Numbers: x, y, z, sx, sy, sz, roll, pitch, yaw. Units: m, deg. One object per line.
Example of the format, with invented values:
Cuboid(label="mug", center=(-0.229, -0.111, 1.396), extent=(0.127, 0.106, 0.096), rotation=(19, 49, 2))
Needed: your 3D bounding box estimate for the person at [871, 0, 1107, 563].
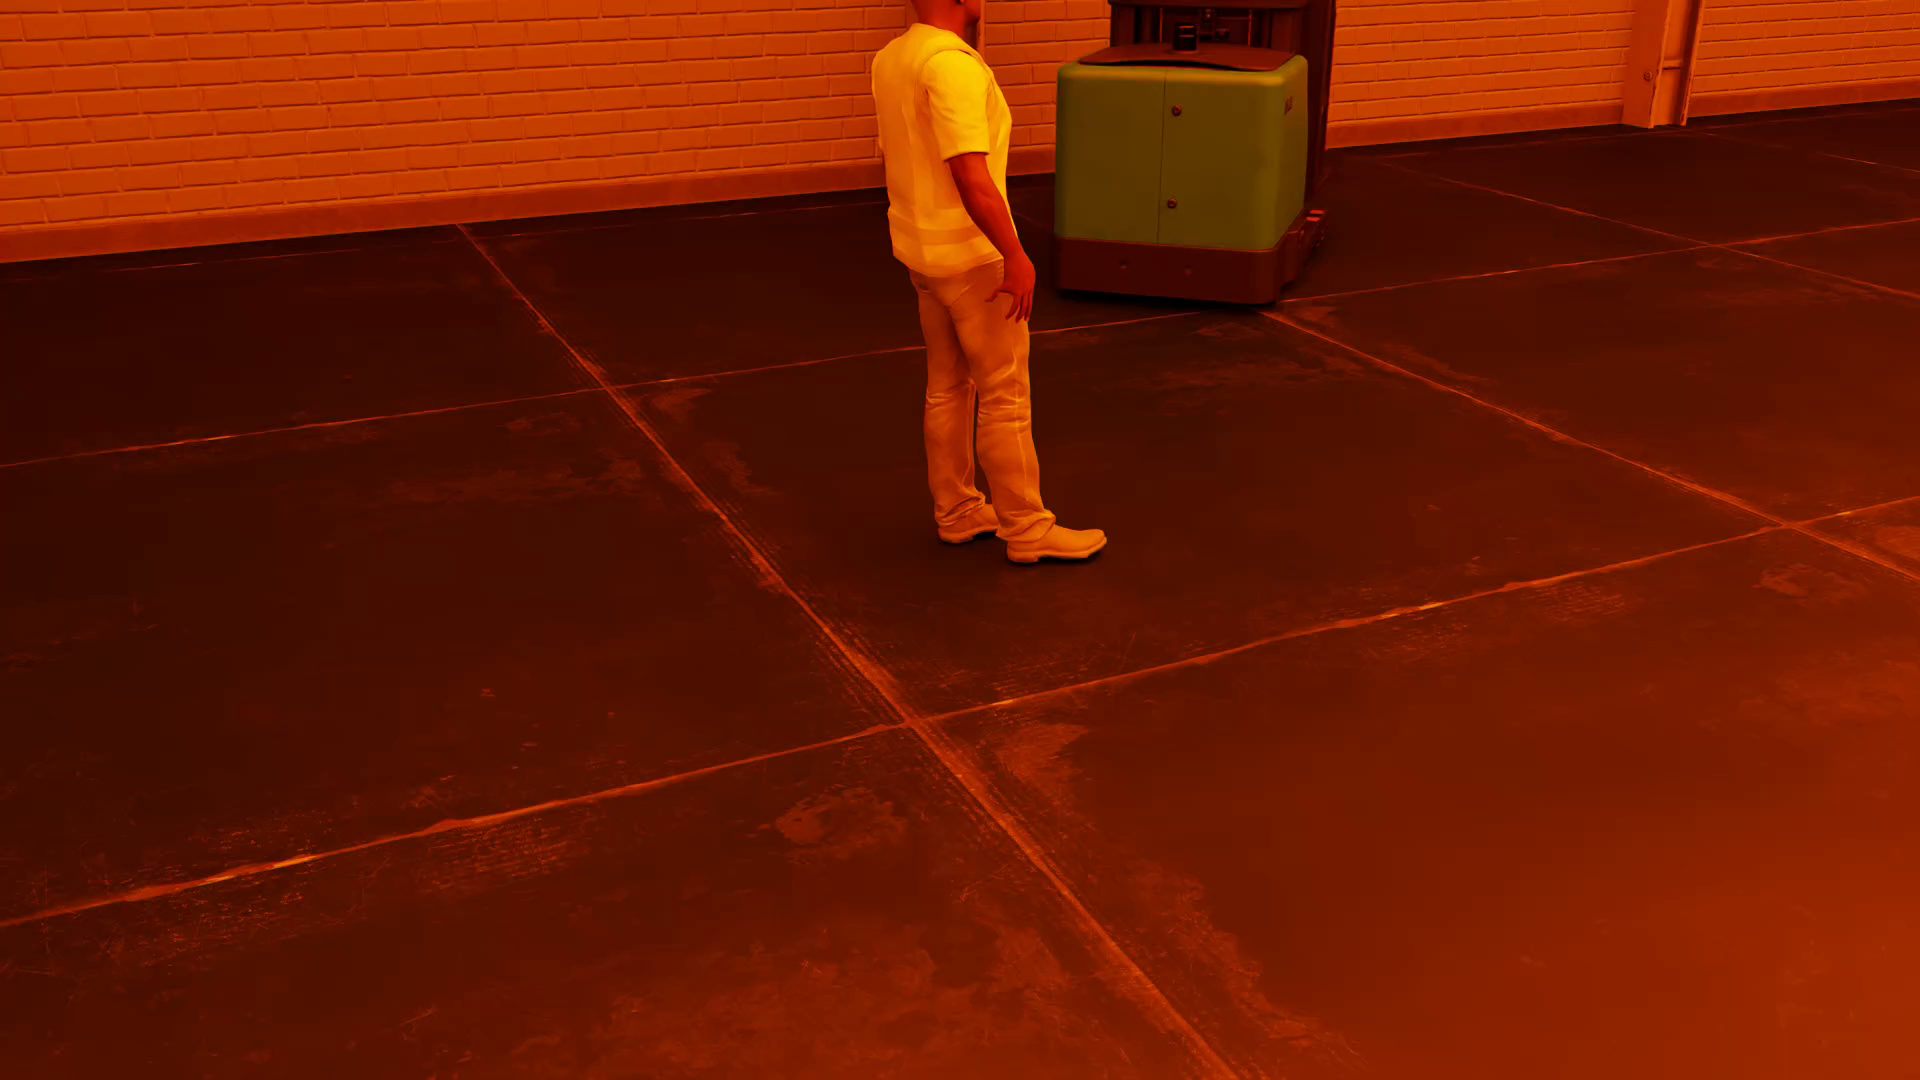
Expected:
Cuboid(label="person", center=(0.066, -0.832, 4.788), extent=(0.575, 1.768, 0.665), rotation=(-10, 25, -23))

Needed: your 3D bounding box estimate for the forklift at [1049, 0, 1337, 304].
Cuboid(label="forklift", center=(1.370, -2.949, 8.384), extent=(1.130, 2.935, 3.031), rotation=(7, 24, 17))
